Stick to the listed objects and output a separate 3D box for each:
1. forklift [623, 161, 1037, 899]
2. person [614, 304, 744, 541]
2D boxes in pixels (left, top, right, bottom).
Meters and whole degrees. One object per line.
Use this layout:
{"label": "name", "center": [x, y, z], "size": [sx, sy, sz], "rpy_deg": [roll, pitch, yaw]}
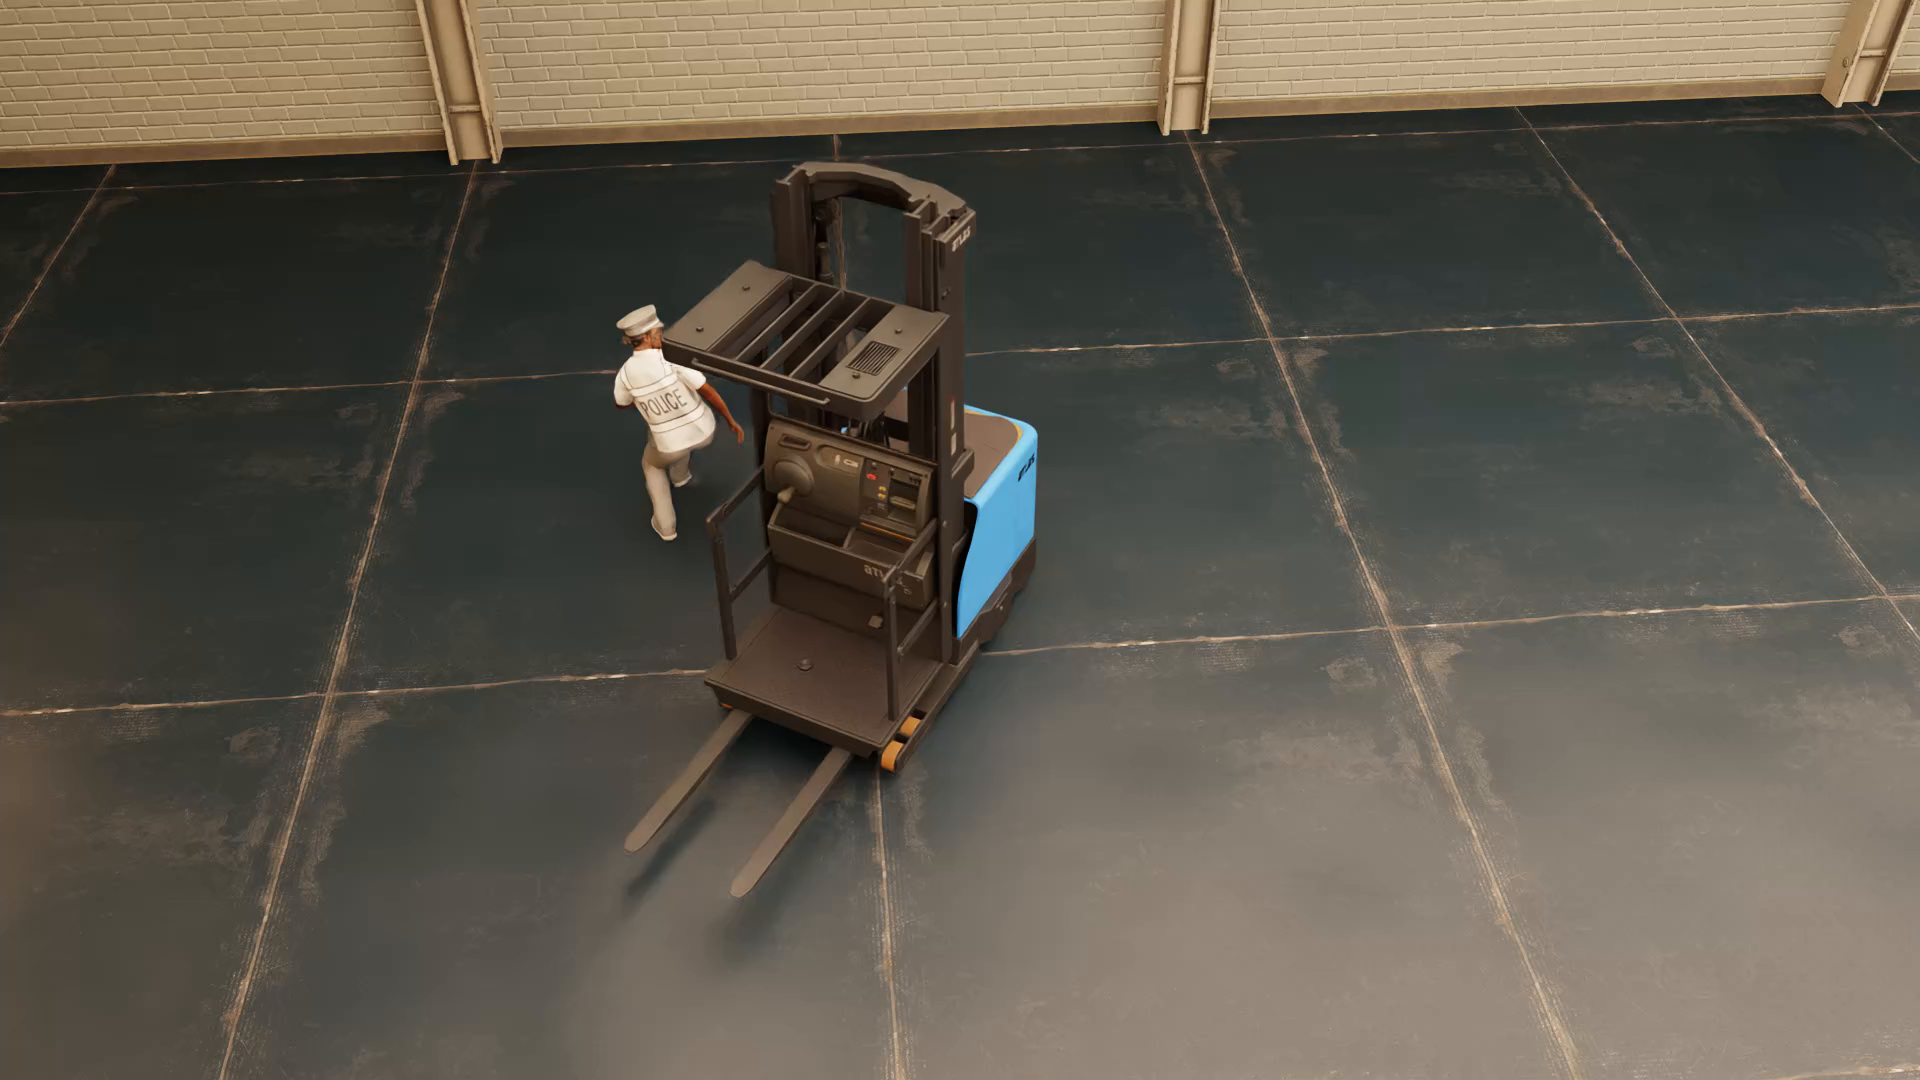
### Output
{"label": "forklift", "center": [-0.663, -0.224, 8.200], "size": [1.130, 2.935, 3.031], "rpy_deg": [18, 44, 20]}
{"label": "person", "center": [-1.702, -0.758, 9.961], "size": [0.683, 1.489, 0.722], "rpy_deg": [-12, 42, -14]}
